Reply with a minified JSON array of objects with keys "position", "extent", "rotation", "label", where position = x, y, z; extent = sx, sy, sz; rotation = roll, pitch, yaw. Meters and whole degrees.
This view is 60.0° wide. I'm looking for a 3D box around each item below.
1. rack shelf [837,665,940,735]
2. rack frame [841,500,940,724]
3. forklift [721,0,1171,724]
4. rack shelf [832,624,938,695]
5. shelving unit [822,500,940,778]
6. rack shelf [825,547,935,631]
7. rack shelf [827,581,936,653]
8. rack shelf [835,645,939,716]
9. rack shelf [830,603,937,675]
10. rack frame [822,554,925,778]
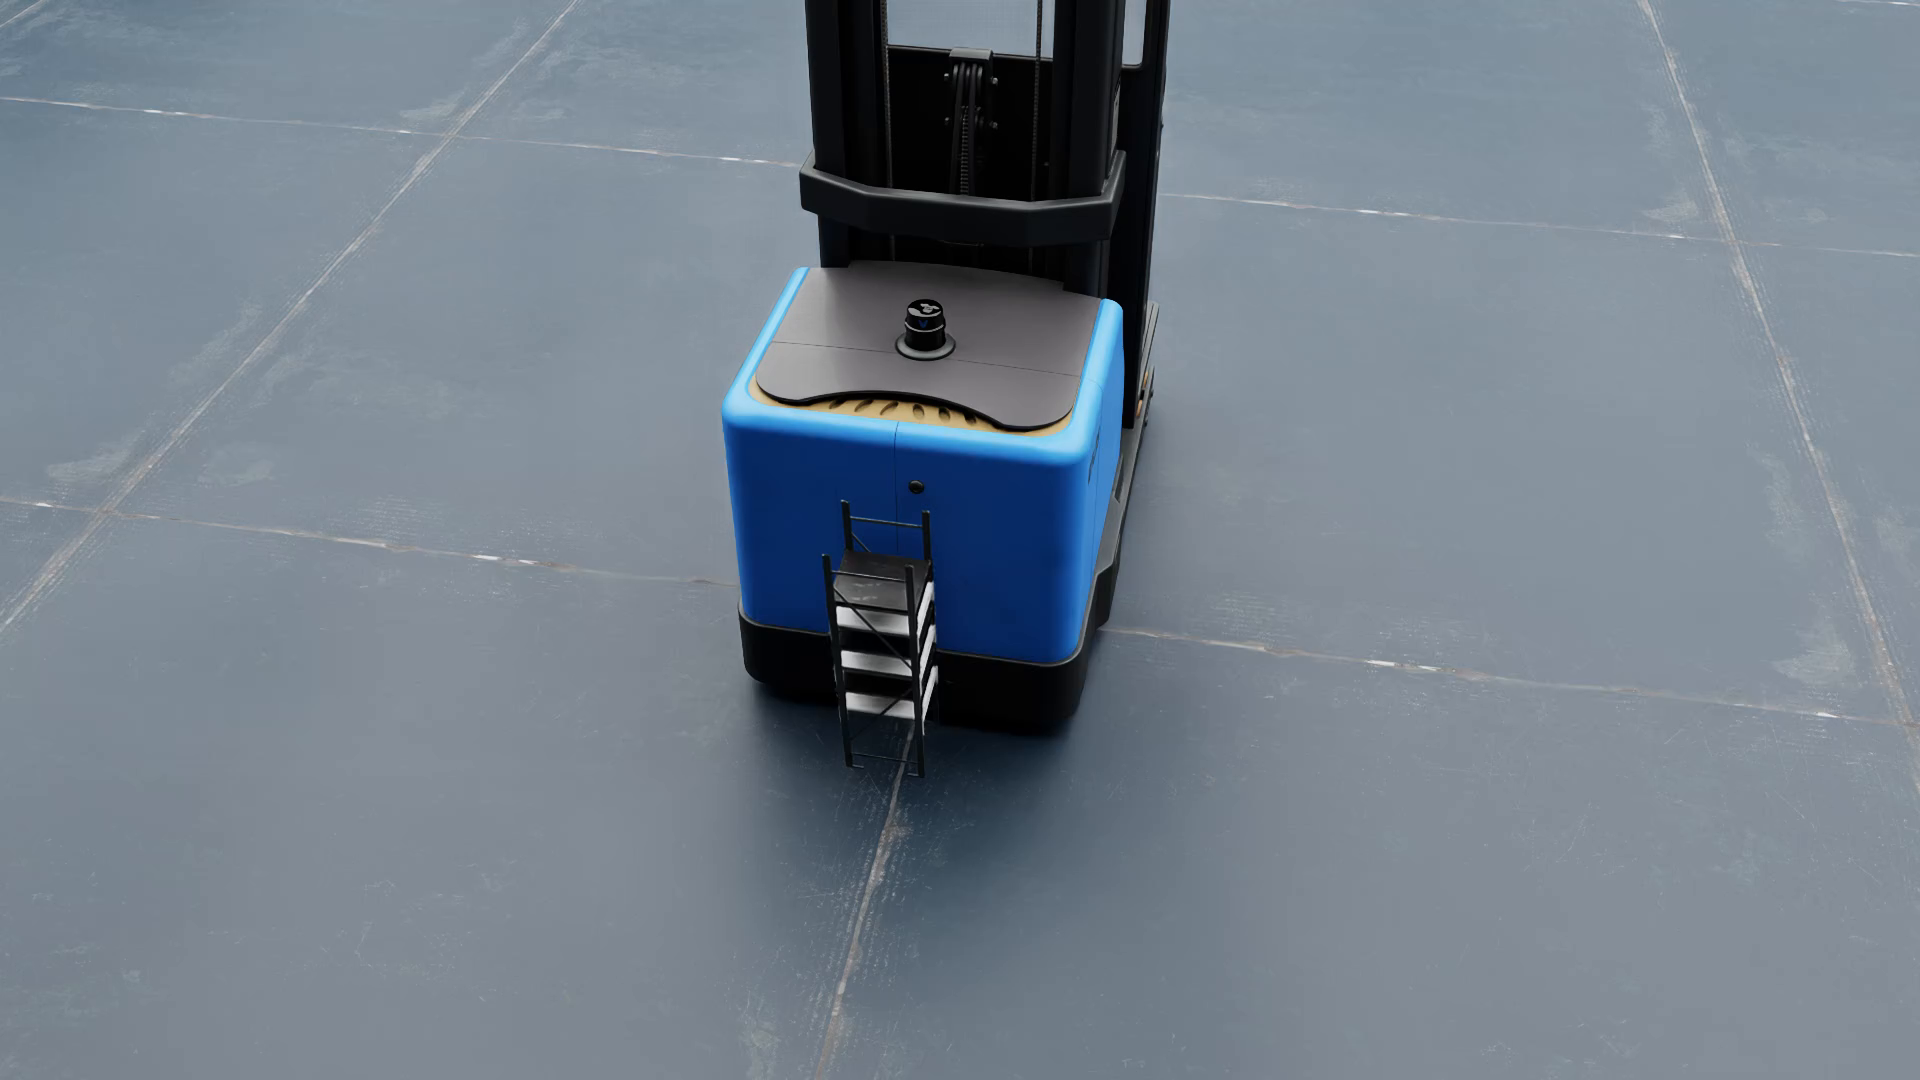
[{"position":[-0.205,0.447,4.822],"extent":[0.258,0.077,0.200],"rotation":[7,46,9],"label":"rack shelf"},{"position":[-0.189,0.226,4.740],"extent":[0.240,0.900,0.006],"rotation":[7,46,9],"label":"rack frame"},{"position":[0.126,-1.523,5.292],"extent":[1.130,2.935,3.031],"rotation":[7,40,9],"label":"forklift"},{"position":[-0.209,0.321,4.694],"extent":[0.258,0.077,0.200],"rotation":[7,46,9],"label":"rack shelf"},{"position":[-0.209,0.297,4.670],"extent":[0.258,0.900,0.210],"rotation":[7,46,9],"label":"shelving unit"},{"position":[-0.214,0.131,4.502],"extent":[0.258,0.077,0.200],"rotation":[7,46,9],"label":"rack shelf"},{"position":[-0.212,0.195,4.566],"extent":[0.258,0.077,0.200],"rotation":[7,46,9],"label":"rack shelf"},{"position":[-0.207,0.384,4.758],"extent":[0.258,0.077,0.200],"rotation":[7,46,9],"label":"rack shelf"},{"position":[-0.210,0.258,4.630],"extent":[0.258,0.077,0.200],"rotation":[7,46,9],"label":"rack shelf"},{"position":[-0.229,0.369,4.601],"extent":[0.240,0.900,0.006],"rotation":[7,46,9],"label":"rack frame"}]
